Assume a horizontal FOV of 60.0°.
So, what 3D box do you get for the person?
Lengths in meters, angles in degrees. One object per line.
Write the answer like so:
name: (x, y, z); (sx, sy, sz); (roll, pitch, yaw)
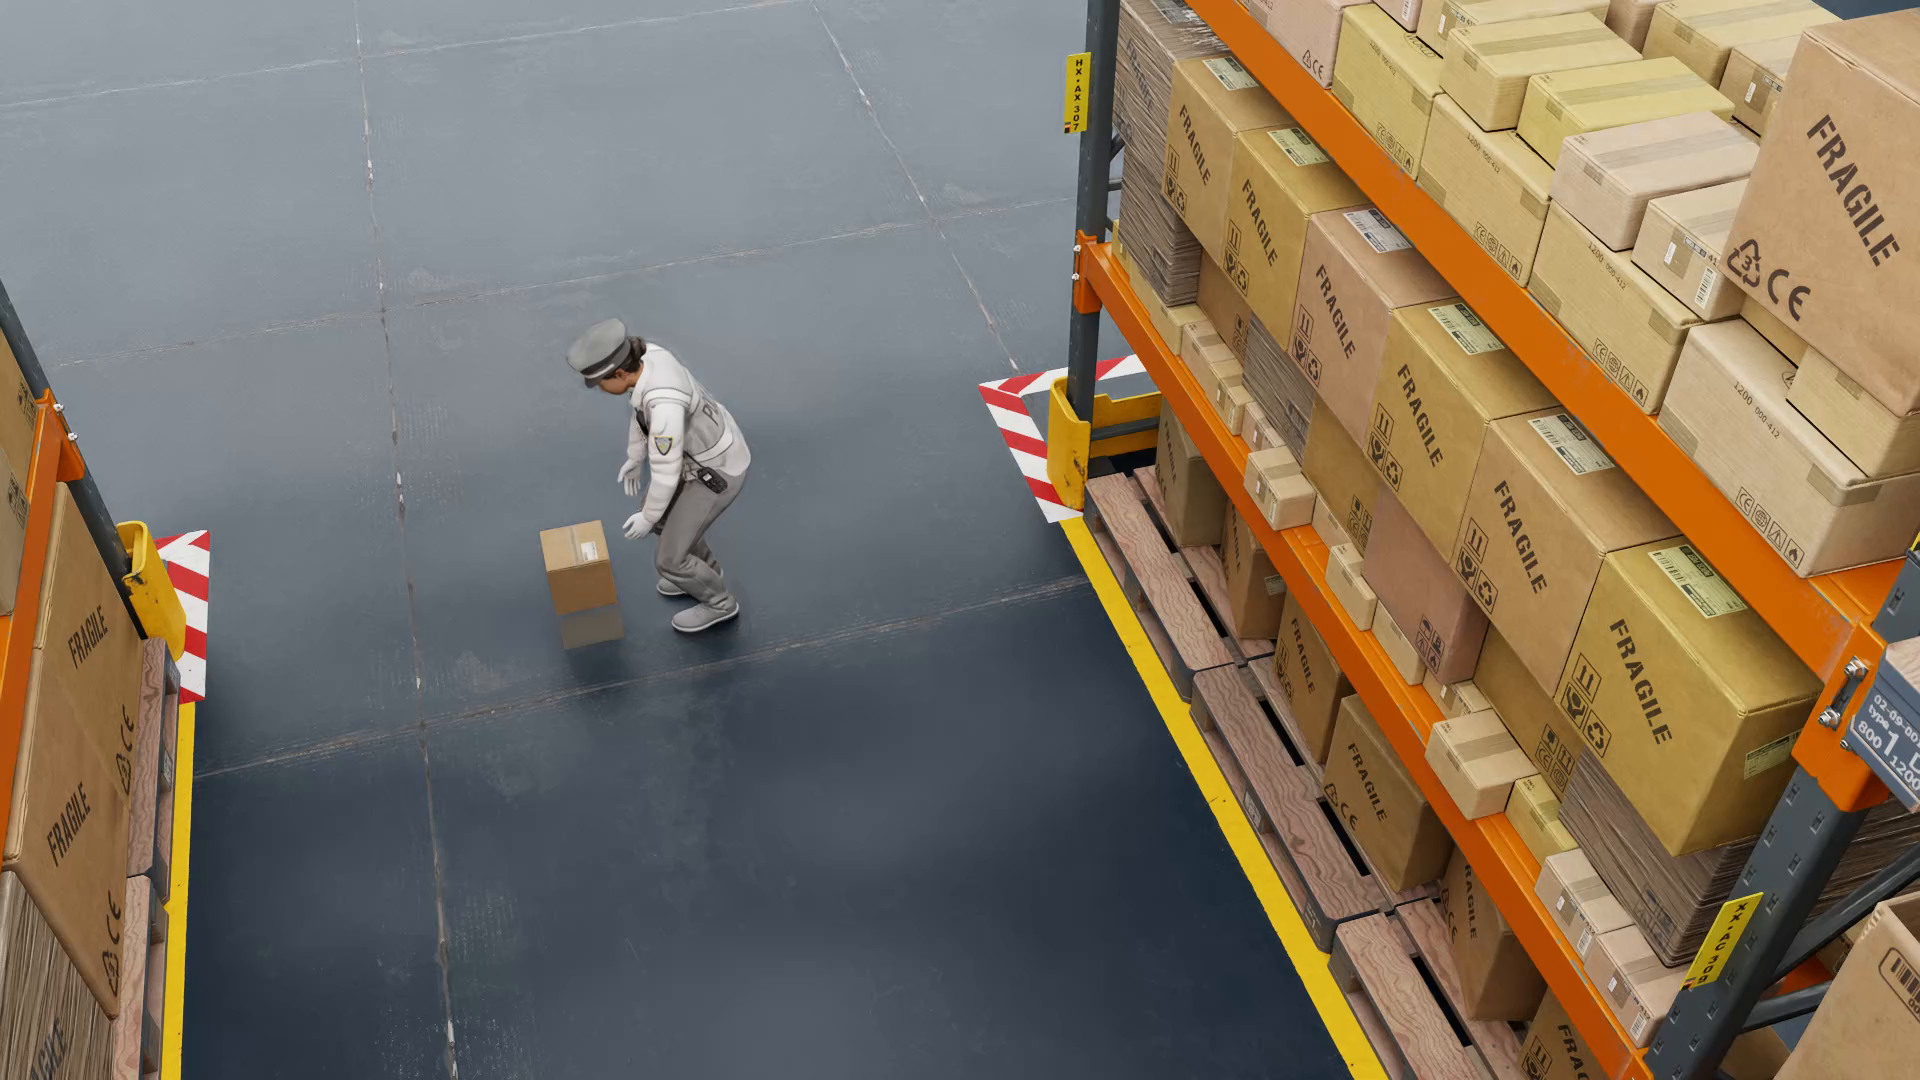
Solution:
person: (-1.140, -0.249, 6.581); (0.633, 1.475, 0.532); (-12, 44, -12)
